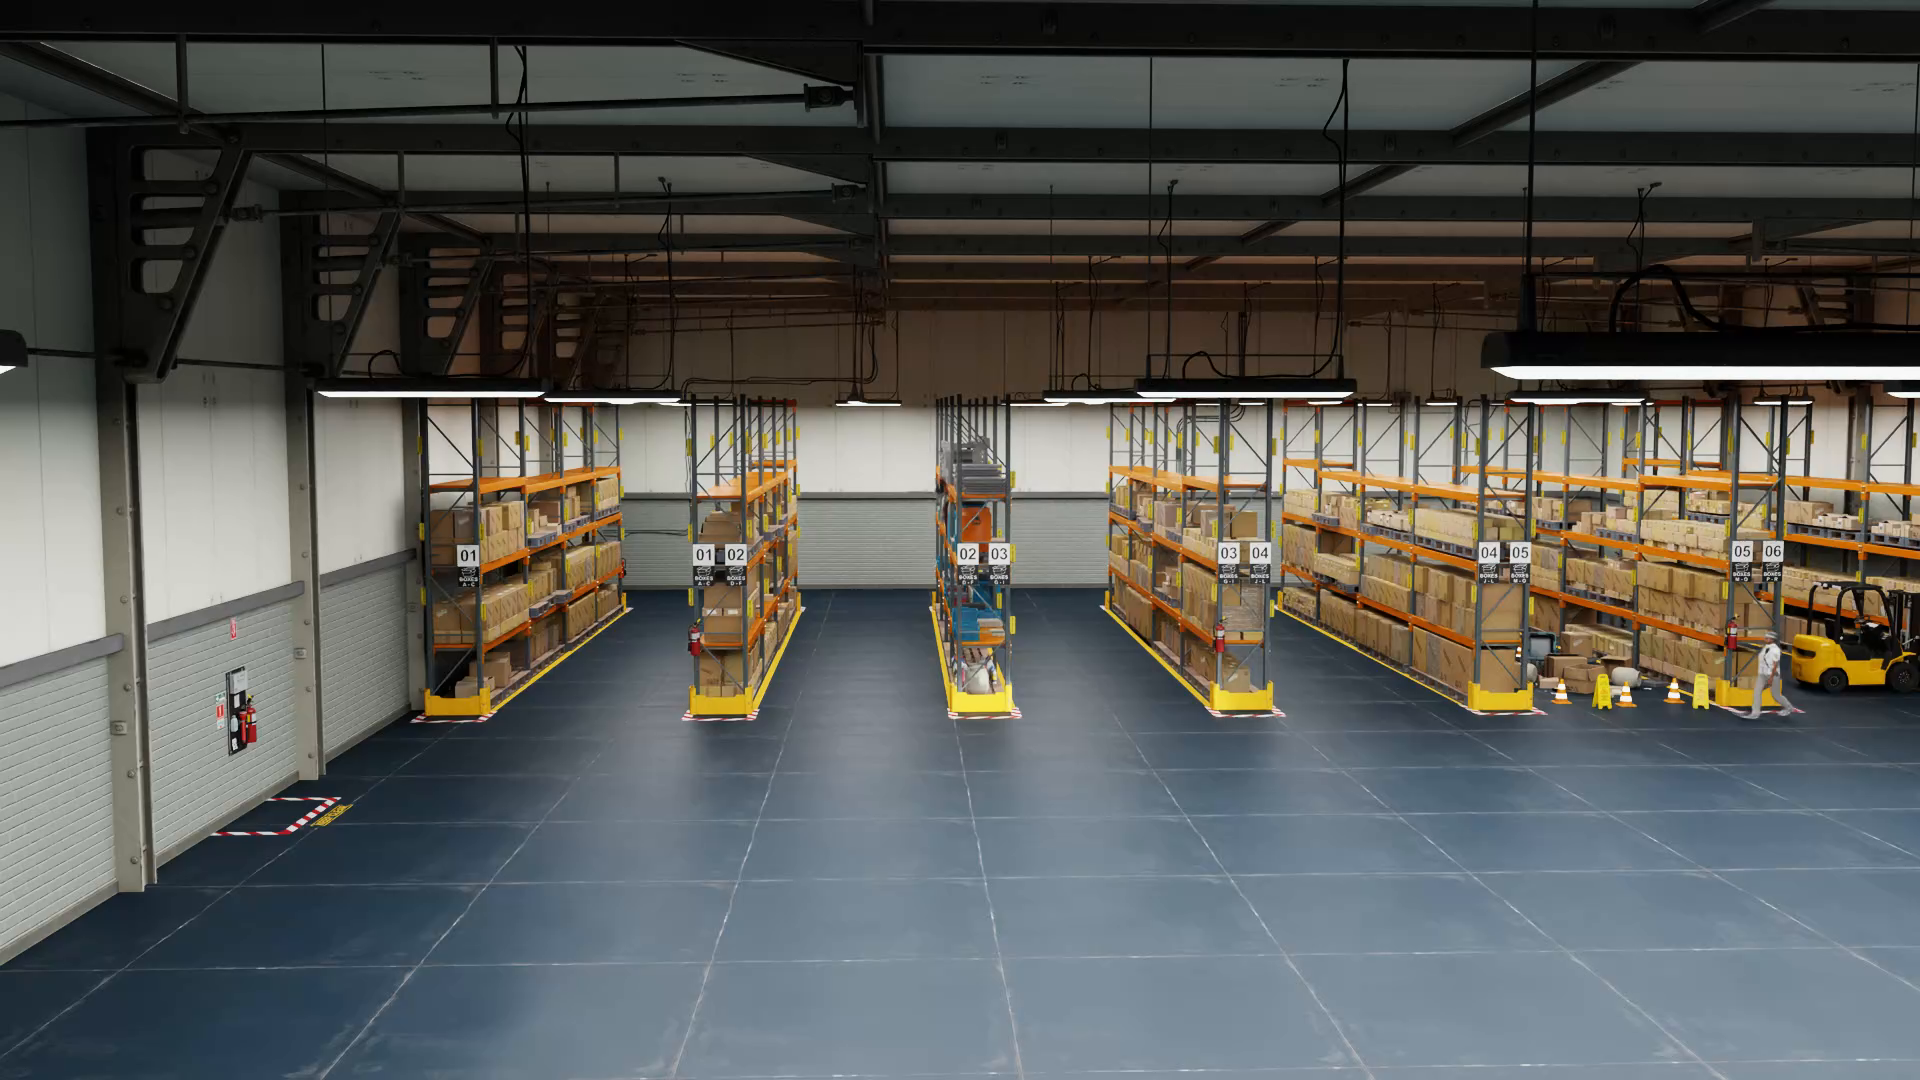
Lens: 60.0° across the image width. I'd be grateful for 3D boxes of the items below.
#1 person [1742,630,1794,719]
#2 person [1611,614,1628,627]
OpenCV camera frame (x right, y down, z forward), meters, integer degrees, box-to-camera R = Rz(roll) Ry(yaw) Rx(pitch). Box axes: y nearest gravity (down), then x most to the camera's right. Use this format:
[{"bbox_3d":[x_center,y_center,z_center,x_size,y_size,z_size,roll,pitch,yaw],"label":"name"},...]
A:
[{"bbox_3d":[14.927,2.483,30.628,0.928,1.654,0.438,-2,5,-22],"label":"person"},{"bbox_3d":[17.029,1.541,42.922,0.400,1.618,0.997,2,5,25],"label":"person"}]
